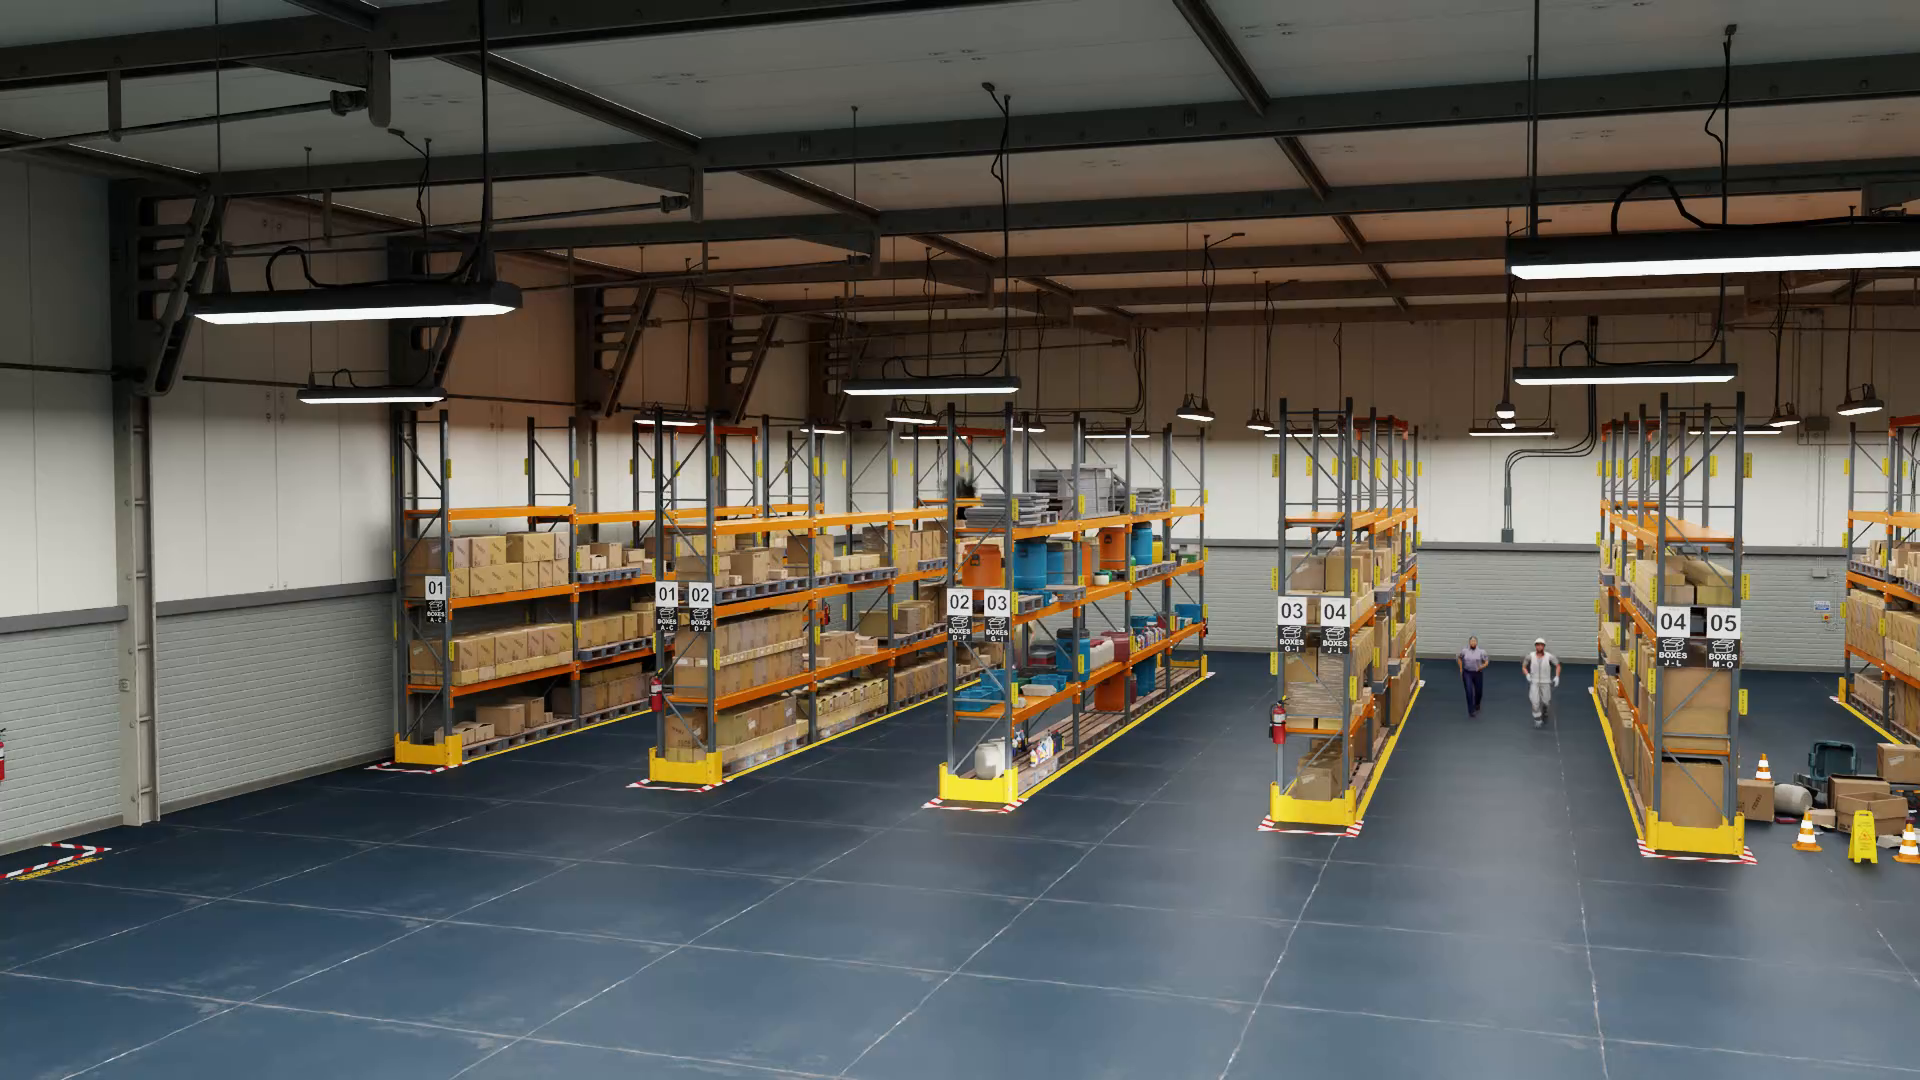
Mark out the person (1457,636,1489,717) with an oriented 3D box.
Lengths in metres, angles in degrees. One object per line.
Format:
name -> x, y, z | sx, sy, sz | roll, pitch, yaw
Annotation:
person -> 10.388, 2.757, 33.687 | 0.609, 1.599, 0.711 | 1, 3, 17

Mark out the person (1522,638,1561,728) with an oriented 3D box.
person -> 11.165, 2.757, 31.969 | 0.708, 1.742, 0.624 | 1, 3, 21

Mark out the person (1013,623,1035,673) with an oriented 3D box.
person -> 1.362, 2.353, 36.484 | 0.579, 1.612, 0.731 | 0, 2, 2
